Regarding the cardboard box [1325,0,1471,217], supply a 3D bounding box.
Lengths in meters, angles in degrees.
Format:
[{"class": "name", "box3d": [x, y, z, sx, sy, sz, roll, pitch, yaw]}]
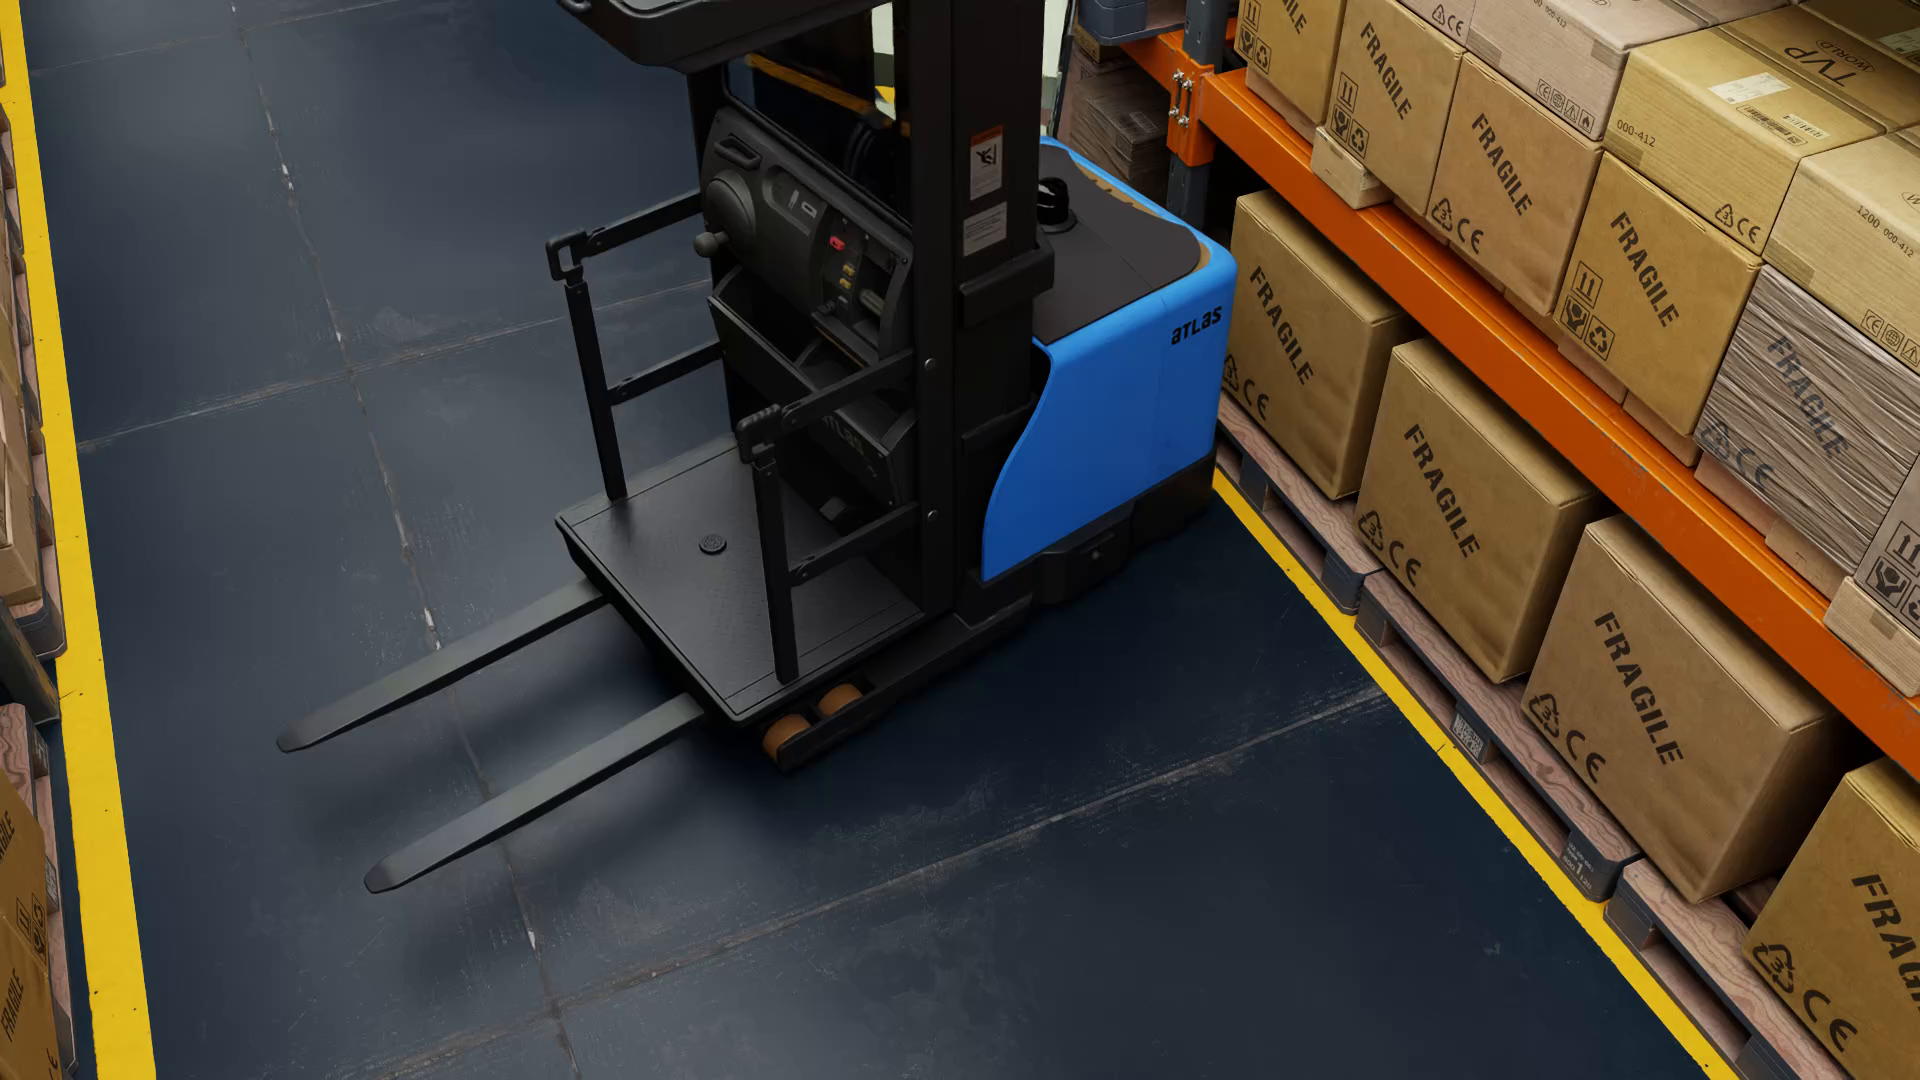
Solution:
[{"class": "cardboard box", "box3d": [1.397, -1.290, 4.624, 0.500, 0.500, 0.500, -17, 47, -16]}]

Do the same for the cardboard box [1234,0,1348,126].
[{"class": "cardboard box", "box3d": [1.185, -1.626, 4.965, 0.500, 0.500, 0.500, -17, 47, -16]}]

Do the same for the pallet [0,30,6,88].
[{"class": "pallet", "box3d": [-5.258, -2.473, 8.106, 1.003, 0.211, 1.213, -18, 47, -17]}]

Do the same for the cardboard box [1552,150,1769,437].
[{"class": "cardboard box", "box3d": [1.831, -0.644, 3.969, 0.500, 0.500, 0.500, -17, 47, -16]}]

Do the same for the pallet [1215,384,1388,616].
[{"class": "pallet", "box3d": [1.477, -0.345, 5.950, 1.003, 0.211, 1.213, -18, 47, -17]}]

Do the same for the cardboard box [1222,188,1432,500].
[{"class": "cardboard box", "box3d": [1.404, -0.740, 5.595, 0.750, 0.750, 0.750, -19, 48, -18]}]

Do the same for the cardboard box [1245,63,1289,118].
[{"class": "cardboard box", "box3d": [1.142, -1.502, 5.301, 0.380, 0.149, 0.250, -19, 48, -18]}]

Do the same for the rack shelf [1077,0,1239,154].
[{"class": "rack shelf", "box3d": [0.372, -2.881, 7.046, 1.077, 0.370, 4.000, -18, 47, -17]}]

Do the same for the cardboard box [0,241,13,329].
[{"class": "cardboard box", "box3d": [-3.885, -0.965, 6.251, 0.500, 0.250, 0.500, -17, 47, -17]}]

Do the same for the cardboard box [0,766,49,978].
[{"class": "cardboard box", "box3d": [-2.673, 0.863, 4.207, 0.500, 0.500, 0.500, -16, 47, -16]}]

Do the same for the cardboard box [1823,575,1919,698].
[{"class": "cardboard box", "box3d": [2.136, 0.154, 3.623, 0.380, 0.149, 0.250, -18, 47, -17]}]

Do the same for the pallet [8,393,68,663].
[{"class": "pallet", "box3d": [-3.590, 0.059, 5.540, 1.003, 0.211, 1.213, -18, 47, -17]}]

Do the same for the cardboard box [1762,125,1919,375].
[{"class": "cardboard box", "box3d": [2.046, -0.605, 3.396, 0.500, 0.250, 0.500, -17, 47, -17]}]

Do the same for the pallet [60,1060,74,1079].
[{"class": "pallet", "box3d": [-2.491, 1.859, 3.716, 1.003, 0.211, 1.213, -18, 47, -17]}]

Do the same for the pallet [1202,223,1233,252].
[{"class": "pallet", "box3d": [0.886, -1.368, 6.987, 1.003, 0.211, 1.213, -18, 47, -17]}]

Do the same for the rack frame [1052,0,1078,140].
[{"class": "rack frame", "box3d": [0.335, -1.451, 6.027, 0.023, 1.500, 0.400, 8, 64, 1]}]

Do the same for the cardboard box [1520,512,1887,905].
[{"class": "cardboard box", "box3d": [2.128, 0.361, 4.480, 0.750, 0.750, 0.750, -17, 47, -16]}]

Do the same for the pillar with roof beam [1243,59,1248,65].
[{"class": "pillar with roof beam", "box3d": [-2.454, -3.811, 3.205, 9.100, 9.000, 0.400, -18, 47, -17]}]

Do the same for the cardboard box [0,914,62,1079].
[{"class": "cardboard box", "box3d": [-2.456, 1.192, 3.872, 0.500, 0.500, 0.500, -20, 48, -19]}]

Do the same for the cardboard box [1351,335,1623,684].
[{"class": "cardboard box", "box3d": [1.766, -0.179, 5.028, 0.750, 0.750, 0.750, -18, 47, -18]}]

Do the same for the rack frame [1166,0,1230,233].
[{"class": "rack frame", "box3d": [1.213, -1.863, 5.502, 1.000, 3.000, 0.127, -18, 47, -17]}]

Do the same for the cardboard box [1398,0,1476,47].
[{"class": "cardboard box", "box3d": [1.397, -1.570, 4.375, 0.500, 0.250, 0.500, -19, 48, -18]}]

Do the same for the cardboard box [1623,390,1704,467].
[{"class": "cardboard box", "box3d": [1.901, -0.358, 4.142, 0.380, 0.149, 0.250, -17, 47, -16]}]

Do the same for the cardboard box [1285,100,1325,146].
[{"class": "cardboard box", "box3d": [1.240, -1.339, 5.136, 0.380, 0.149, 0.250, -17, 47, -17]}]

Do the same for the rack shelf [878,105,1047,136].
[{"class": "rack shelf", "box3d": [-0.040, -1.405, 6.236, 0.686, 0.124, 0.368, 8, 64, 1]}]

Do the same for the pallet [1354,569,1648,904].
[{"class": "pallet", "box3d": [1.986, 0.431, 5.163, 1.003, 0.211, 1.213, -18, 47, -17]}]

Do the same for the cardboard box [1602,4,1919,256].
[{"class": "cardboard box", "box3d": [1.831, -0.929, 3.725, 0.500, 0.250, 0.500, -19, 48, -18]}]

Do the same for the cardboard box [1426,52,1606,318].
[{"class": "cardboard box", "box3d": [1.605, -0.973, 4.303, 0.500, 0.500, 0.500, -18, 47, -18]}]

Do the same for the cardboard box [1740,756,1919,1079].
[{"class": "cardboard box", "box3d": [2.504, 0.926, 3.907, 0.750, 0.750, 0.750, -18, 47, -17]}]

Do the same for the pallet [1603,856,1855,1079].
[{"class": "pallet", "box3d": [2.502, 1.210, 4.374, 1.003, 0.211, 1.213, -18, 47, -17]}]

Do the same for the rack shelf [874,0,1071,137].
[{"class": "rack shelf", "box3d": [-0.006, -1.674, 5.680, 0.720, 0.370, 0.431, 8, 64, 1]}]

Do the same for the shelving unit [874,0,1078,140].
[{"class": "shelving unit", "box3d": [-0.027, -1.504, 6.031, 0.755, 1.500, 0.431, 8, 64, 1]}]

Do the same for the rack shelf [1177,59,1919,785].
[{"class": "rack shelf", "box3d": [2.054, -0.332, 4.463, 1.077, 0.370, 4.000, -18, 47, -17]}]

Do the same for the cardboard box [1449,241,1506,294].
[{"class": "cardboard box", "box3d": [1.609, -0.858, 4.648, 0.380, 0.149, 0.250, -17, 47, -17]}]

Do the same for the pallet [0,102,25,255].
[{"class": "pallet", "box3d": [-4.616, -1.496, 7.116, 1.003, 0.211, 1.213, -18, 47, -17]}]

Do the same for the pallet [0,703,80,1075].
[{"class": "pallet", "box3d": [-3.000, 1.082, 4.503, 1.003, 0.211, 1.213, -18, 47, -17]}]

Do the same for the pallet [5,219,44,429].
[{"class": "pallet", "box3d": [-4.099, -0.717, 6.327, 1.003, 0.211, 1.213, -18, 47, -17]}]

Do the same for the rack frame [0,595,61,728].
[{"class": "rack frame", "box3d": [-3.280, -0.397, 4.017, 1.000, 3.000, 0.127, -18, 47, -17]}]

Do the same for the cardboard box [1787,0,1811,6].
[{"class": "cardboard box", "box3d": [2.067, -1.407, 4.209, 0.500, 0.250, 0.500, -19, 48, -18]}]

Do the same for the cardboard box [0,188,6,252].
[{"class": "cardboard box", "box3d": [-4.097, -1.290, 6.580, 0.500, 0.250, 0.500, -17, 47, -17]}]

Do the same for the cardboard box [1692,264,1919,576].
[{"class": "cardboard box", "box3d": [2.046, -0.327, 3.648, 0.500, 0.500, 0.500, -18, 47, -17]}]

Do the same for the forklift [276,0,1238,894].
[{"class": "forklift", "box3d": [-0.597, -0.752, 4.470, 3.031, 2.867, 1.129, -29, 51, -26]}]
